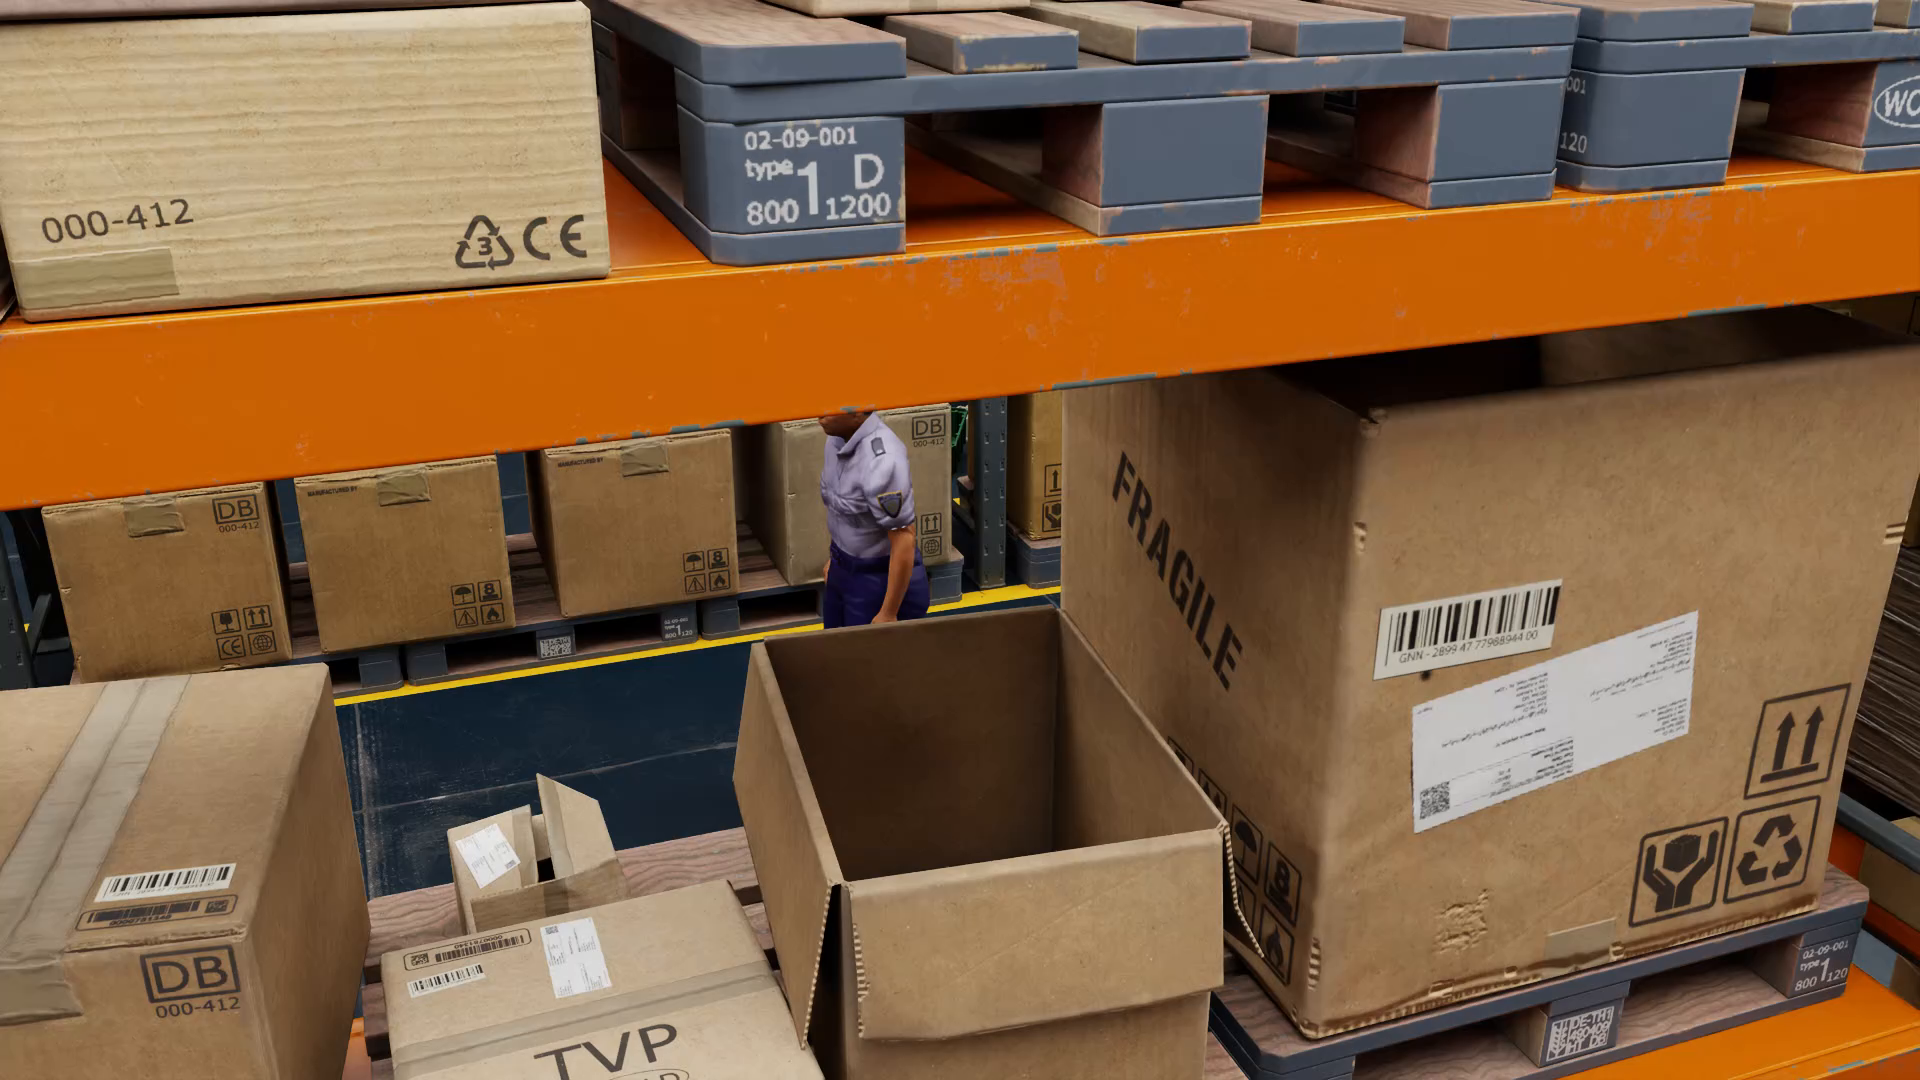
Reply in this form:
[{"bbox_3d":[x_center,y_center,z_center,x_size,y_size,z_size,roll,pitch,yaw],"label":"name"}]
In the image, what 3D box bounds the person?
[{"bbox_3d":[-0.321,0.167,5.723,0.370,1.637,0.564,-10,25,-22],"label":"person"}]
